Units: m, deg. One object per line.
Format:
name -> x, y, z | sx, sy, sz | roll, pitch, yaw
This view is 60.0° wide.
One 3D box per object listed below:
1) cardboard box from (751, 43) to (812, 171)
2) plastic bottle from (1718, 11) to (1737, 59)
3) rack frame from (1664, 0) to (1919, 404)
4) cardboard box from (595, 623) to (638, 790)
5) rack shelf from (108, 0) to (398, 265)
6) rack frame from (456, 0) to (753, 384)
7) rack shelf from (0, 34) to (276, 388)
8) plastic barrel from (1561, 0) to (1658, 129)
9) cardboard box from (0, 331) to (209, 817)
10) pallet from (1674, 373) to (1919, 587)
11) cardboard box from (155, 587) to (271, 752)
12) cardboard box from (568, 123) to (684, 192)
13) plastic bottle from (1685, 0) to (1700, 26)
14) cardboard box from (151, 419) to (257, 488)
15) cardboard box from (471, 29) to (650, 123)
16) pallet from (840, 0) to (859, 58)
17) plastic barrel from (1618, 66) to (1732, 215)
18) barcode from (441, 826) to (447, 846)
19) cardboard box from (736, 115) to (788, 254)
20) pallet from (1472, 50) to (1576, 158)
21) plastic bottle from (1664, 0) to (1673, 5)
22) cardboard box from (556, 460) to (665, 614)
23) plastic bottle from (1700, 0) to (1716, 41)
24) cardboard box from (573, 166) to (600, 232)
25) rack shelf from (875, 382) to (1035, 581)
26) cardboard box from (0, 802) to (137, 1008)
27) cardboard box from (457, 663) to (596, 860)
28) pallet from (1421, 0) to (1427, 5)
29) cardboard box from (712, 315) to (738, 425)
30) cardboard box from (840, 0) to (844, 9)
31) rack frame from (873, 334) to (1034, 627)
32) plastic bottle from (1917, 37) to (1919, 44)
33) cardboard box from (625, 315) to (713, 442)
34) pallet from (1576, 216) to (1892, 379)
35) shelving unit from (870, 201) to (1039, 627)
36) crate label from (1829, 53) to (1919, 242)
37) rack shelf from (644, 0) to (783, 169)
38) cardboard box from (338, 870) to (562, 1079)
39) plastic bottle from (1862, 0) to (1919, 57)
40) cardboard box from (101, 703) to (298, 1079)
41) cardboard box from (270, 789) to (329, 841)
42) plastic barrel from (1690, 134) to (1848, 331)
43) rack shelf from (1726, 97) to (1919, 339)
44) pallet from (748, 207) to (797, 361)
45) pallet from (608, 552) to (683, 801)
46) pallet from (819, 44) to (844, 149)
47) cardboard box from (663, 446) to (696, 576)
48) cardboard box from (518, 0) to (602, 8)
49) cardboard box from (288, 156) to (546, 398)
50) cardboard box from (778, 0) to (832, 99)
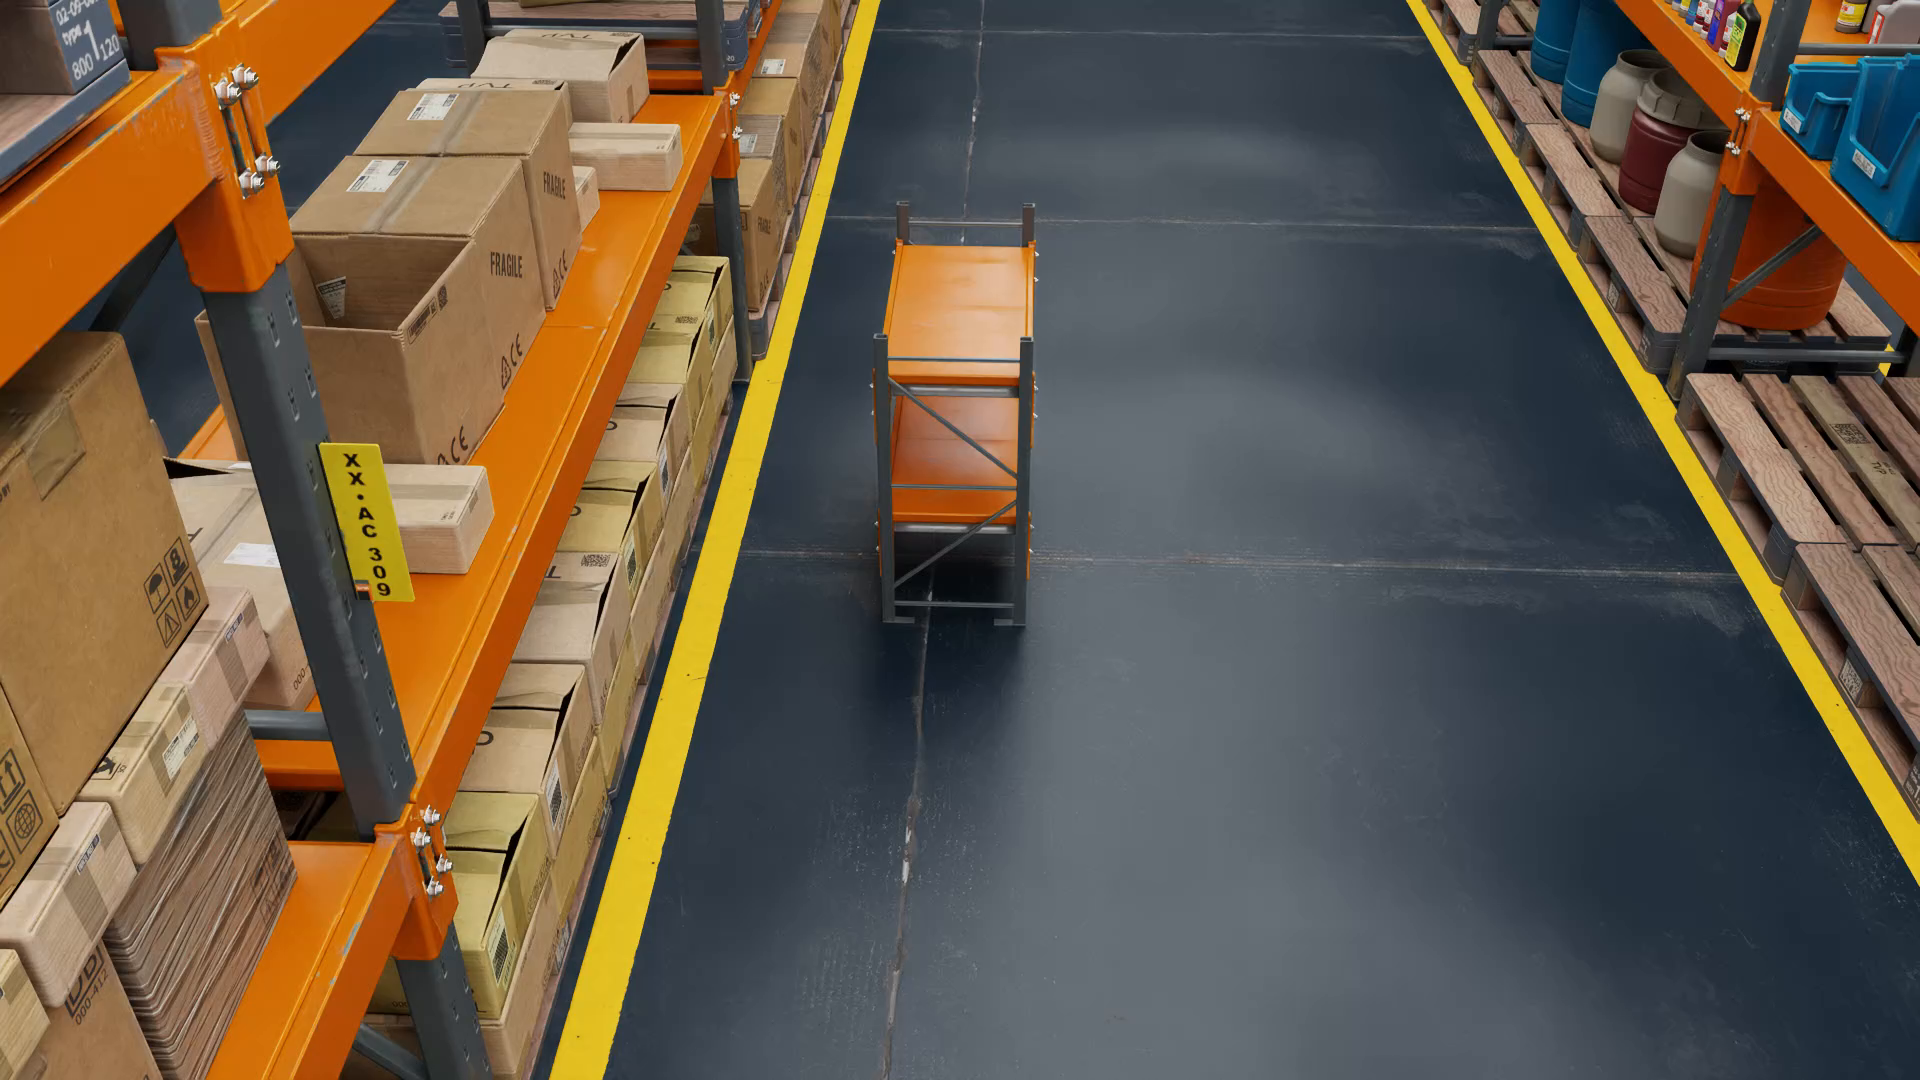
cardboard box -> -1.050, -2.251, 8.635 | 0.500, 0.500, 0.500 | 0, 35, 0
plastic bottle -> 3.152, -2.060, 6.745 | 0.097, 0.201, 0.097 | 0, 35, 0
rack frame -> 3.539, -1.833, 6.249 | 1.000, 3.000, 0.127 | 1, 35, 2
cardboard box -> -1.267, 0.484, 4.978 | 0.500, 0.250, 0.500 | 0, 35, 0
rack shelf -> -1.491, -1.733, 4.125 | 1.077, 0.370, 4.000 | 1, 35, 2
rack frame -> -1.410, -1.950, 6.415 | 1.000, 3.000, 0.127 | 1, 35, 2
rack shelf -> -1.651, 0.565, 0.855 | 1.077, 0.370, 4.000 | 1, 35, 2
plastic barrel -> 3.632, -2.725, 8.979 | 0.600, 0.901, 0.708 | 1, 35, 2
cardboard box -> -1.582, 0.032, 2.381 | 0.700, 0.500, 0.500 | 1, 35, 2
pallet -> 3.469, -0.248, 6.419 | 1.003, 0.211, 1.213 | 1, 35, 2
cardboard box -> -1.368, 0.203, 2.701 | 0.380, 0.149, 0.250 | 1, 35, 2
cardboard box -> -1.170, -1.324, 5.743 | 0.380, 0.149, 0.250 | 1, 35, 2
plastic bottle -> 3.169, -2.333, 7.073 | 0.097, 0.271, 0.097 | 0, 35, 0
cardboard box -> -1.719, -0.106, 3.909 | 0.396, 0.266, 0.258 | 1, 35, 1
cardboard box -> -1.468, -1.705, 6.145 | 0.500, 0.311, 0.500 | 3, 35, 5
pallet -> -1.221, -3.501, 11.049 | 1.003, 0.211, 1.213 | 1, 35, 2
plastic barrel -> 3.587, -1.949, 8.146 | 0.600, 0.588, 0.708 | 1, 35, 2
barcode -> -1.145, 0.661, 3.656 | 0.001, 0.075, 0.075 | 1, 35, 2
cardboard box -> -1.091, -1.663, 7.798 | 0.500, 0.500, 0.500 | 0, 35, 0
pallet -> 3.627, -2.548, 9.692 | 1.003, 0.211, 1.213 | 1, 35, 2
plastic bottle -> 3.181, -2.472, 7.332 | 0.097, 0.201, 0.097 | 0, 35, 0
cardboard box -> -1.245, -0.043, 5.240 | 0.500, 0.311, 0.500 | 2, 35, 3
plastic bottle -> 3.161, -2.192, 6.934 | 0.097, 0.201, 0.097 | 0, 35, 0
cardboard box -> -1.405, -1.113, 5.443 | 0.380, 0.149, 0.250 | 4, 35, 5
rack shelf -> 0.000, -0.264, 6.073 | 0.538, 0.278, 1.000 | 1, 35, 2
cardboard box -> -1.388, 0.496, 2.284 | 0.380, 0.149, 0.250 | 0, 35, 1
cardboard box -> -1.280, 0.553, 4.393 | 0.500, 0.311, 0.500 | 1, 35, 1
pallet -> 3.737, -4.116, 11.924 | 1.003, 0.211, 1.213 | 1, 35, 2
cardboard box -> -1.188, -0.688, 6.647 | 0.500, 0.250, 0.500 | 2, 35, 3
cardboard box -> -1.017, -3.564, 10.668 | 0.500, 0.311, 0.500 | 1, 35, 2
rack frame -> -0.020, -0.172, 5.517 | 0.500, 1.125, 0.032 | 1, 35, 2
plastic bottle -> 3.879, -2.023, 6.628 | 0.152, 0.276, 0.135 | 1, 35, 2
cardboard box -> -1.200, -0.620, 6.063 | 0.500, 0.311, 0.500 | 1, 35, 1
pallet -> 3.529, -1.146, 7.697 | 1.003, 0.211, 1.213 | 1, 35, 2
shelving unit -> 0.000, -0.464, 5.932 | 0.538, 1.125, 1.048 | 1, 35, 2
crate label -> 3.229, -1.283, 5.436 | 0.502, 0.435, 0.616 | 1, 35, 2
rack shelf -> -1.330, -2.804, 8.257 | 1.077, 0.370, 4.000 | 1, 35, 2
cardboard box -> -1.307, 1.076, 4.137 | 0.500, 0.250, 0.500 | 1, 35, 1
plastic bottle -> 3.727, -2.027, 6.633 | 0.152, 0.276, 0.135 | 1, 35, 2
cardboard box -> -1.582, 0.563, 2.754 | 0.700, 0.500, 0.500 | 0, 35, 1
cardboard box -> -1.841, 0.833, 3.994 | 0.500, 0.311, 0.500 | 1, 35, 2
plastic barrel -> 3.542, -1.398, 7.153 | 0.600, 0.830, 0.708 | 1, 35, 2
rack shelf -> 3.459, -0.390, 4.821 | 1.077, 0.370, 4.000 | 1, 35, 2
pallet -> -1.342, -1.237, 7.826 | 1.003, 0.211, 1.213 | 1, 35, 2
pallet -> -1.534, 0.362, 5.551 | 1.003, 0.211, 1.213 | 1, 35, 2
pallet -> -1.244, -2.639, 9.821 | 1.003, 0.211, 1.213 | 1, 35, 2
cardboard box -> -1.228, -0.103, 5.815 | 0.500, 0.250, 0.500 | 2, 35, 3
cardboard box -> -1.498, -2.527, 6.784 | 0.700, 0.500, 0.500 | -10, 36, -14
cardboard box -> -1.482, -0.724, 4.584 | 0.500, 0.500, 0.500 | 1, 35, 2
cardboard box -> -1.011, -2.831, 9.461 | 0.500, 0.500, 0.500 | 1, 35, 2
